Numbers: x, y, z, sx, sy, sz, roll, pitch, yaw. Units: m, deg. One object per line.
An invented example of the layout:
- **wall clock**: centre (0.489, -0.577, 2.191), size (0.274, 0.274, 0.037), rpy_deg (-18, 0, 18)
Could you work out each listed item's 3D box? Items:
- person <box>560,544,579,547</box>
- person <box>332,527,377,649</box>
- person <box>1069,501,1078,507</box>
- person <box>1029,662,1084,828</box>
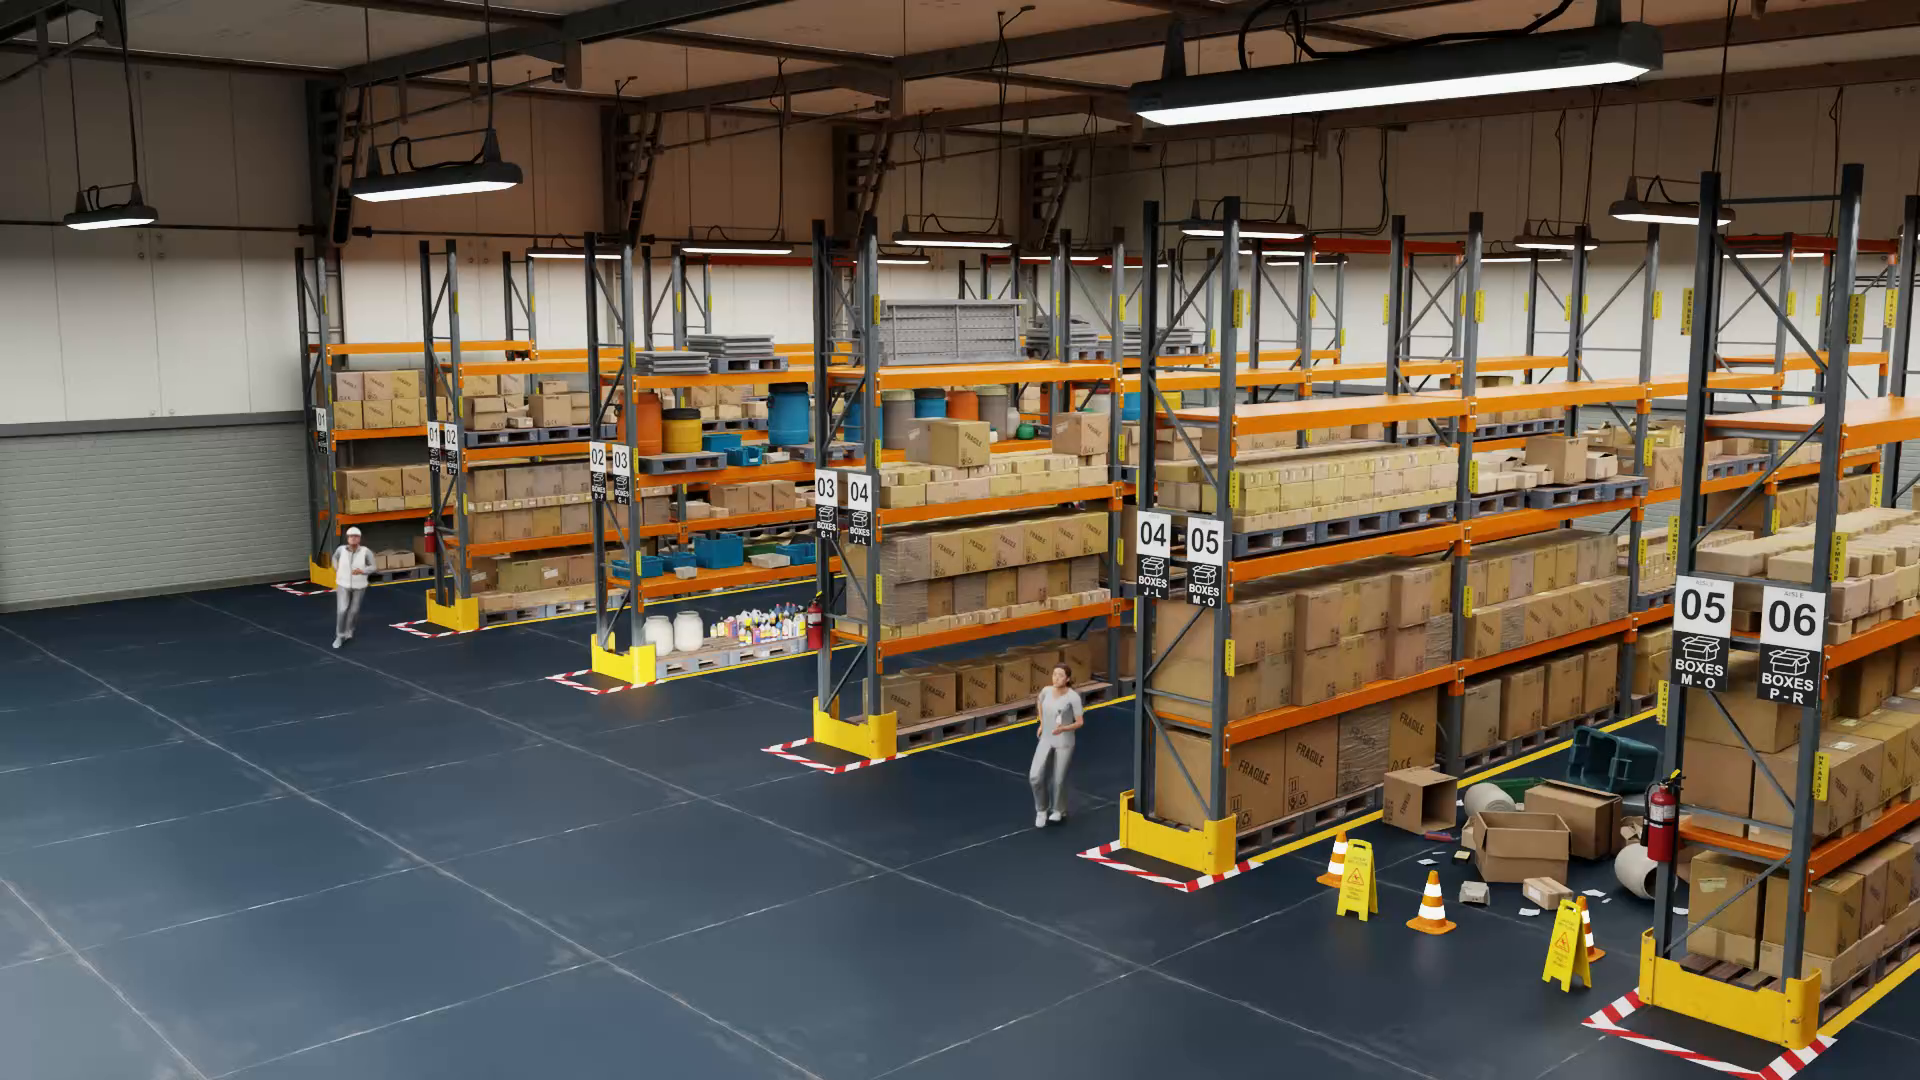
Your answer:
- **person**: centre (-6.933, 0.035, 29.629), size (0.592, 1.608, 0.588), rpy_deg (7, 11, 40)
- **person**: centre (-9.001, 0.694, 24.709), size (0.676, 1.808, 0.727), rpy_deg (-2, 9, -16)
- **person**: centre (2.159, -0.492, 32.426), size (0.715, 1.756, 1.000), rpy_deg (5, 10, 30)
- **person**: centre (0.934, 2.000, 16.195), size (0.568, 1.651, 0.666), rpy_deg (4, 9, 26)
